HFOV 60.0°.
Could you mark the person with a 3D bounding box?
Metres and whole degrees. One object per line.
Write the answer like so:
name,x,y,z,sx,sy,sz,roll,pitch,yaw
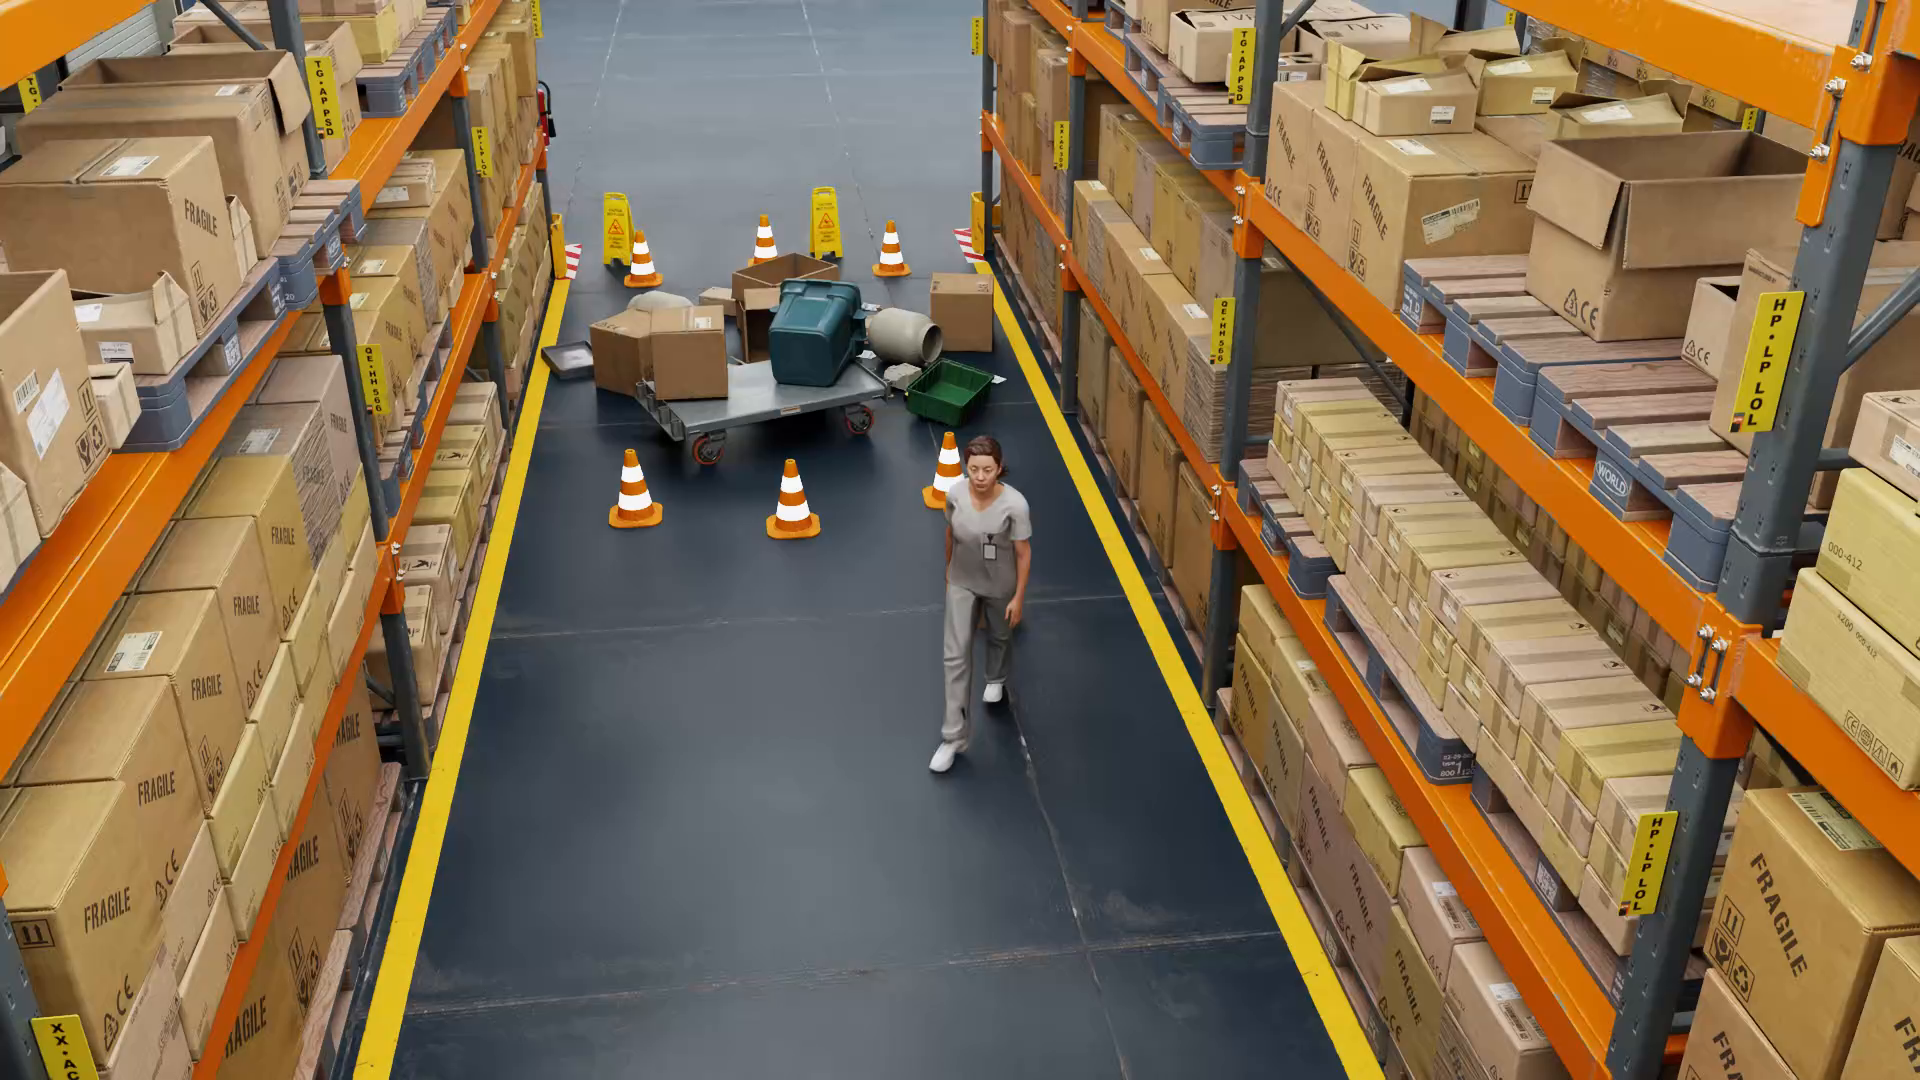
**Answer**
person,0.117,0.235,8.152,0.469,1.607,0.963,5,28,10
